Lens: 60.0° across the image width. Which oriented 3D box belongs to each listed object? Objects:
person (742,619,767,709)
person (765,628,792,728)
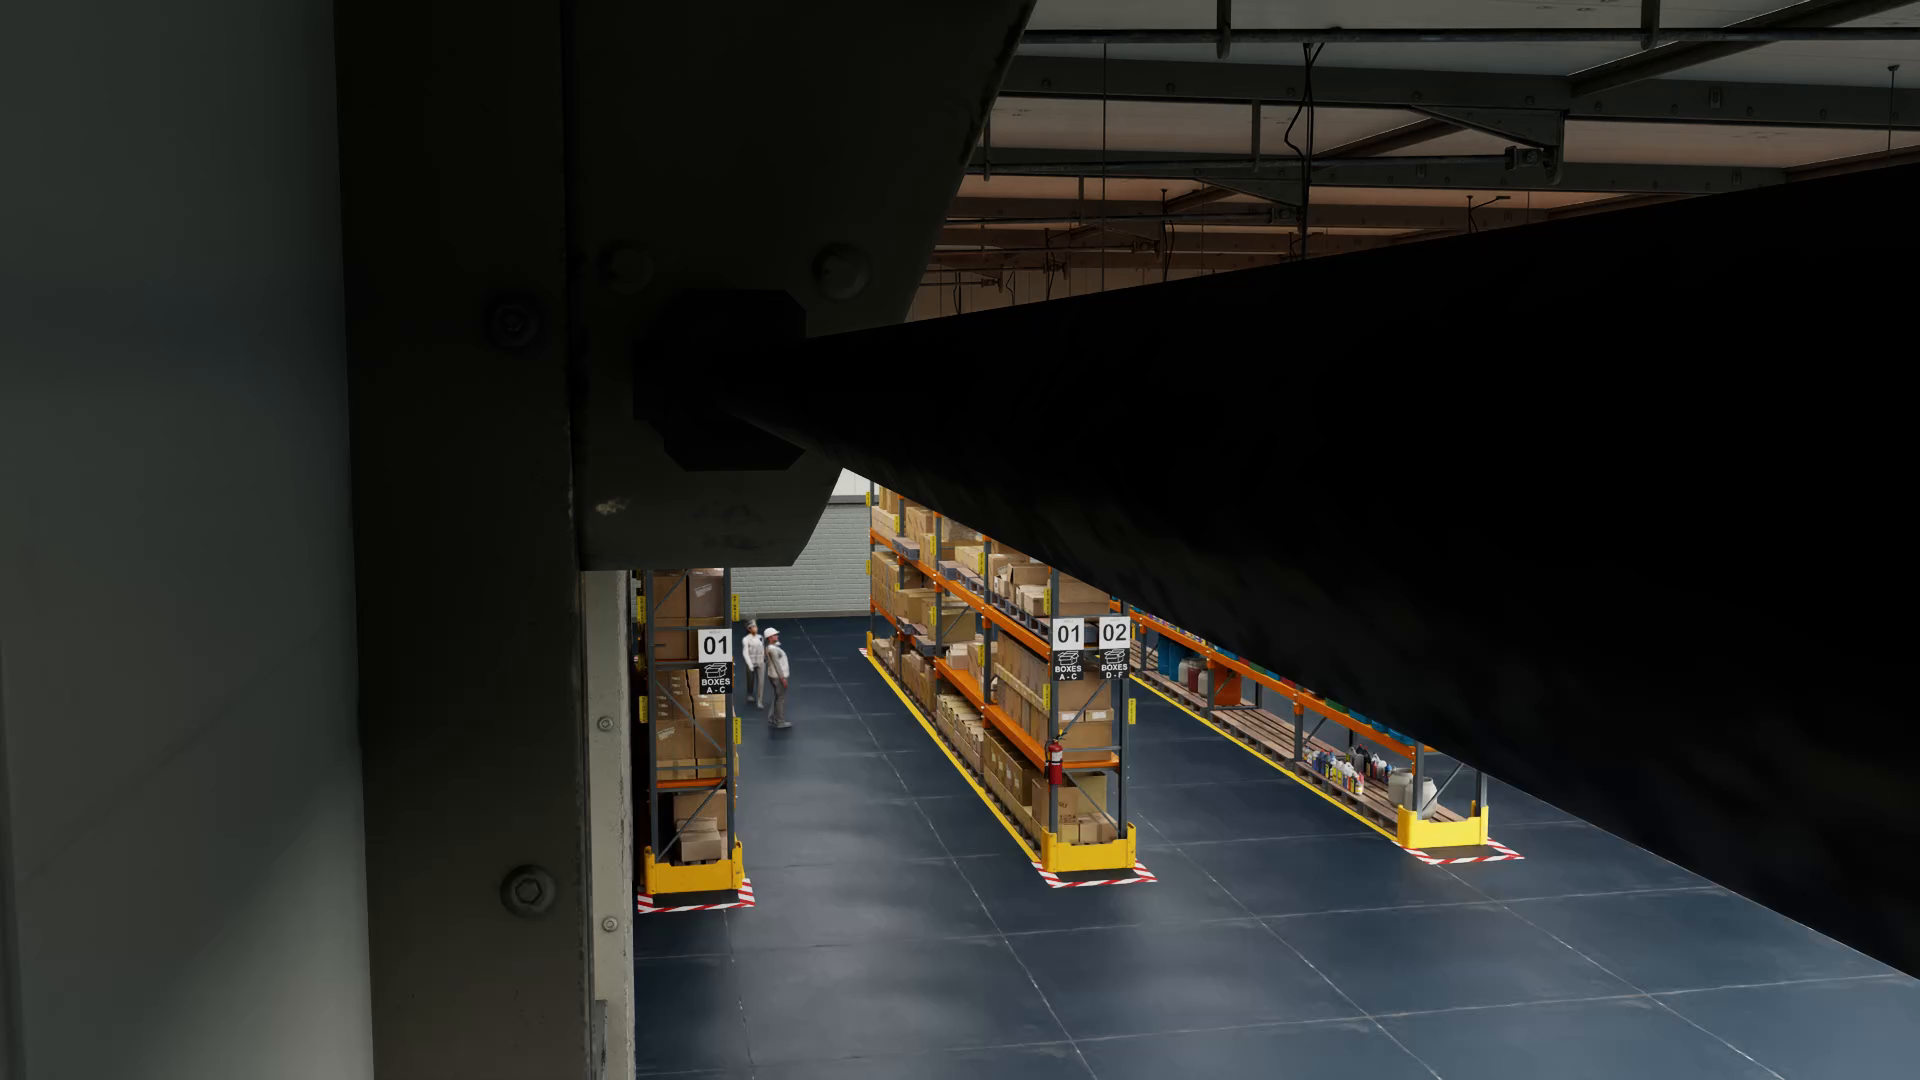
[{"bbox_3d":[-3.809,2.298,30.899,0.464,1.627,1.014,-1,6,-10],"label":"person"},{"bbox_3d":[-3.182,2.412,29.150,0.444,1.762,0.576,-3,7,-27],"label":"person"}]
